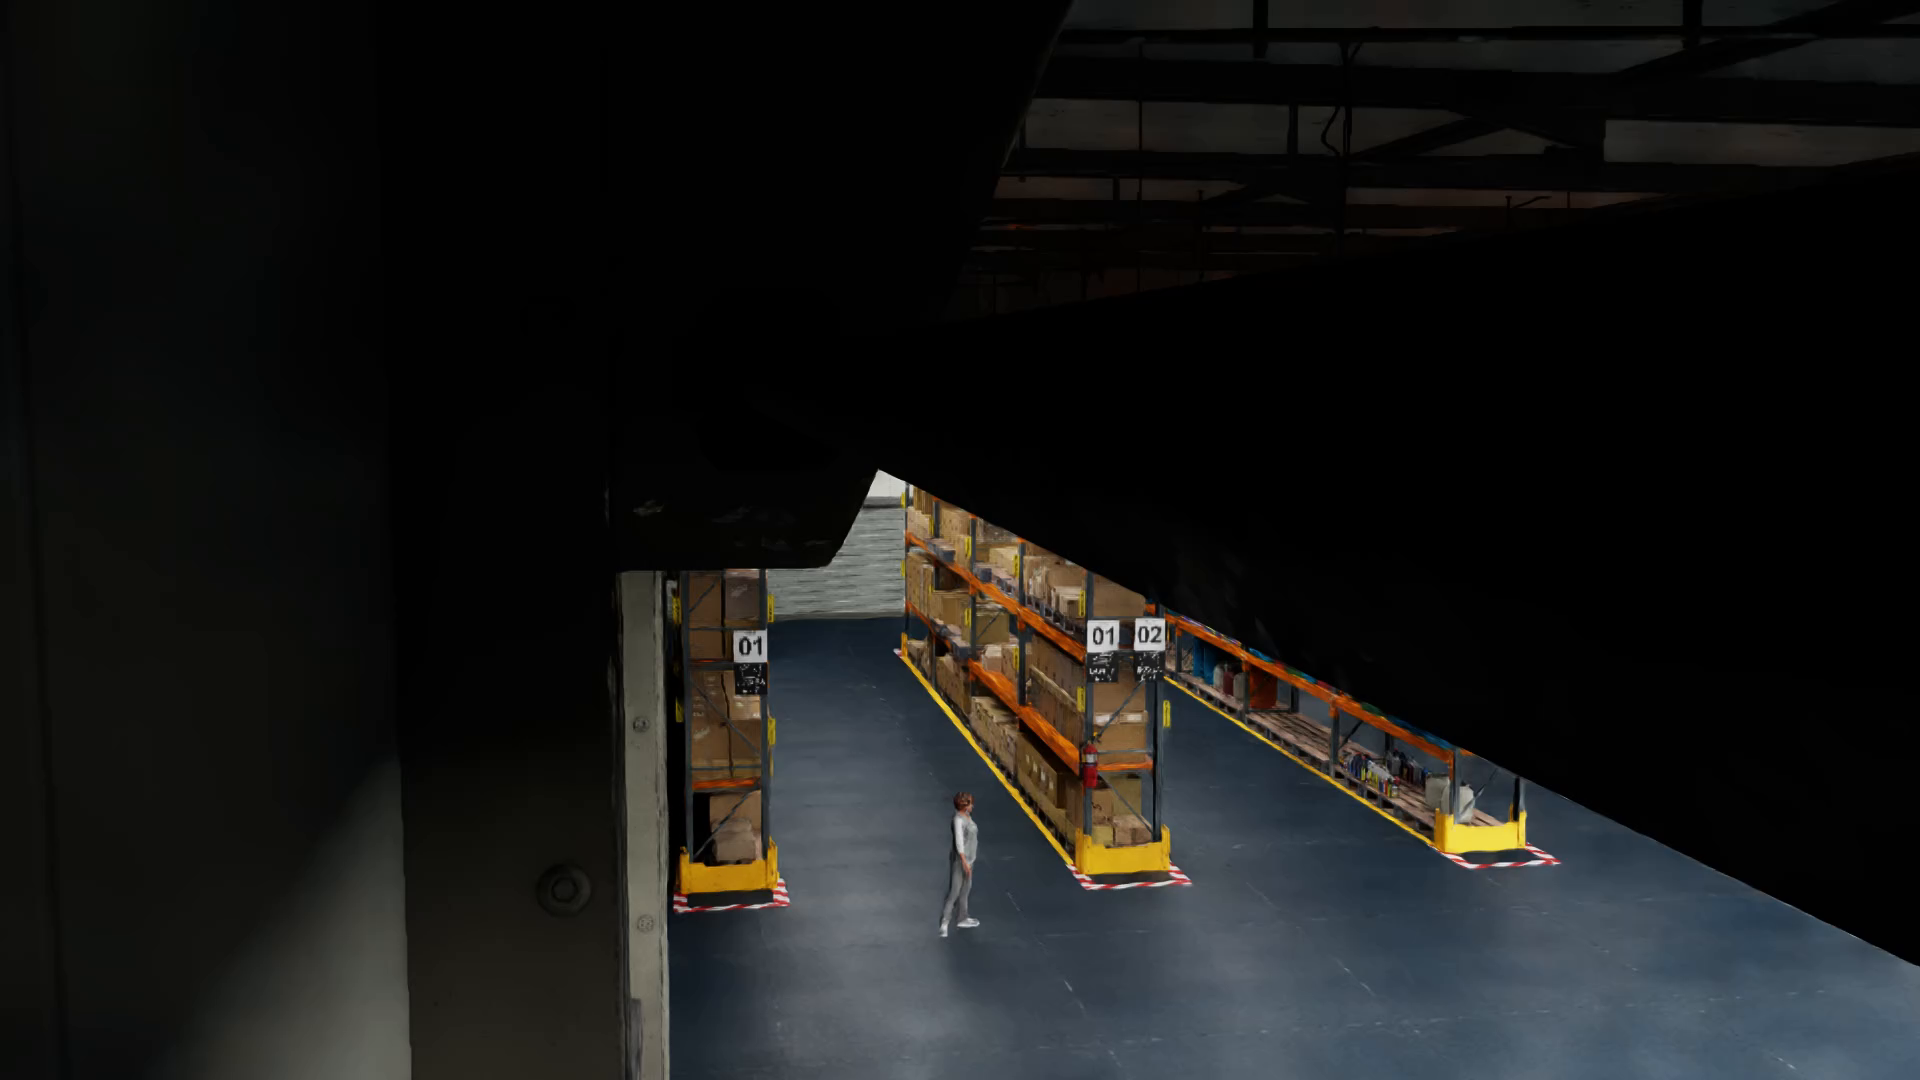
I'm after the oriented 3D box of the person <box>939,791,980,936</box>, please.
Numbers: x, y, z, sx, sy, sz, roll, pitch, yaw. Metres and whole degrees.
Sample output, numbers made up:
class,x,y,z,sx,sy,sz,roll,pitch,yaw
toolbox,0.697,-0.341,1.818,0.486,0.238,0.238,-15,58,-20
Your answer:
class,x,y,z,sx,sy,sz,roll,pitch,yaw
person,-0.020,3.609,18.625,0.398,1.596,0.592,2,6,17
